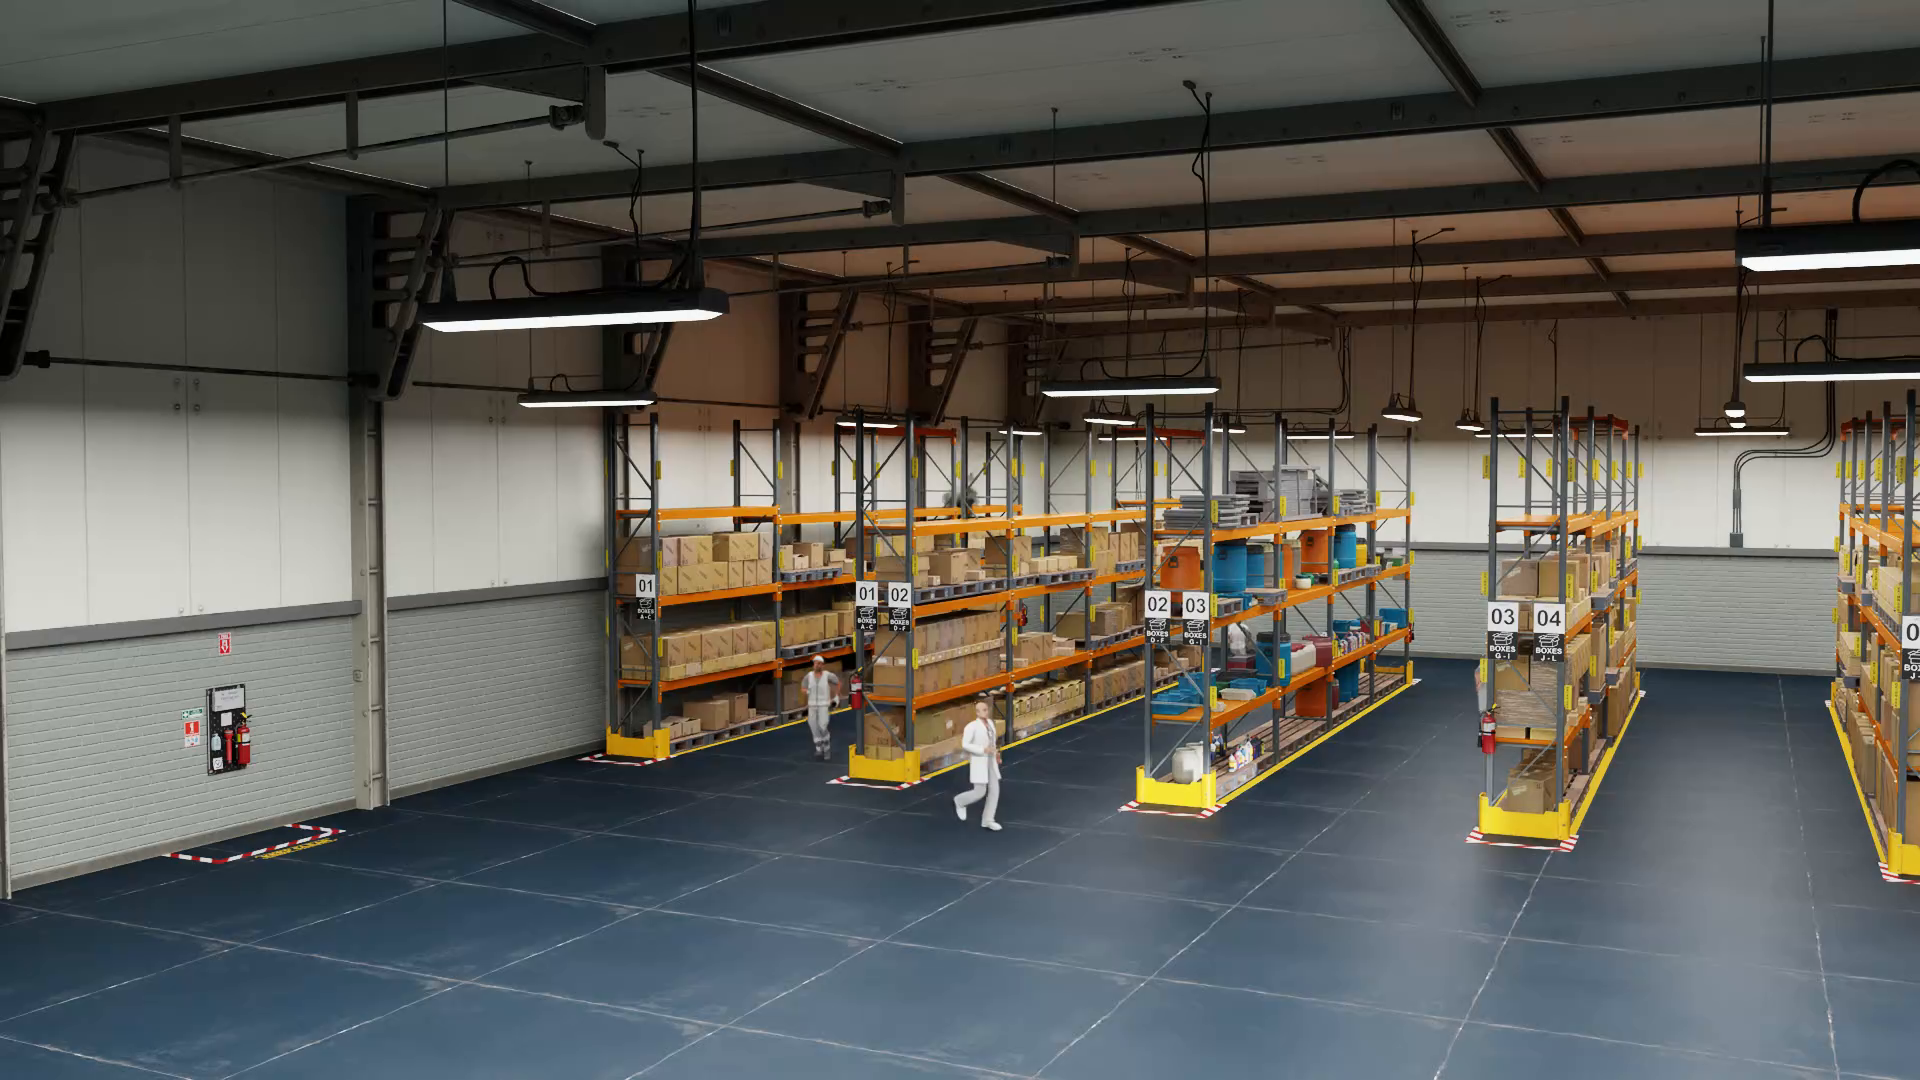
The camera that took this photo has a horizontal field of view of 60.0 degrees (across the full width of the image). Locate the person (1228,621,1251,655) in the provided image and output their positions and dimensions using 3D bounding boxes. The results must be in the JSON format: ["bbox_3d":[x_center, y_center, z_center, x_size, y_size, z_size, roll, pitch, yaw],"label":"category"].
[{"bbox_3d":[6.431,2.531,38.486,0.585,1.698,0.931,1,2,14],"label":"person"}]

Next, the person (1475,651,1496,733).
[{"bbox_3d":[9.812,2.885,30.802,0.536,1.672,1.124,1,3,20],"label":"person"}]

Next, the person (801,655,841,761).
[{"bbox_3d":[-2.432,2.907,28.696,0.652,1.824,0.714,0,2,12],"label":"person"}]

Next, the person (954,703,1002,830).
[{"bbox_3d":[0.282,3.141,23.266,0.834,1.746,0.718,2,3,44],"label":"person"}]
